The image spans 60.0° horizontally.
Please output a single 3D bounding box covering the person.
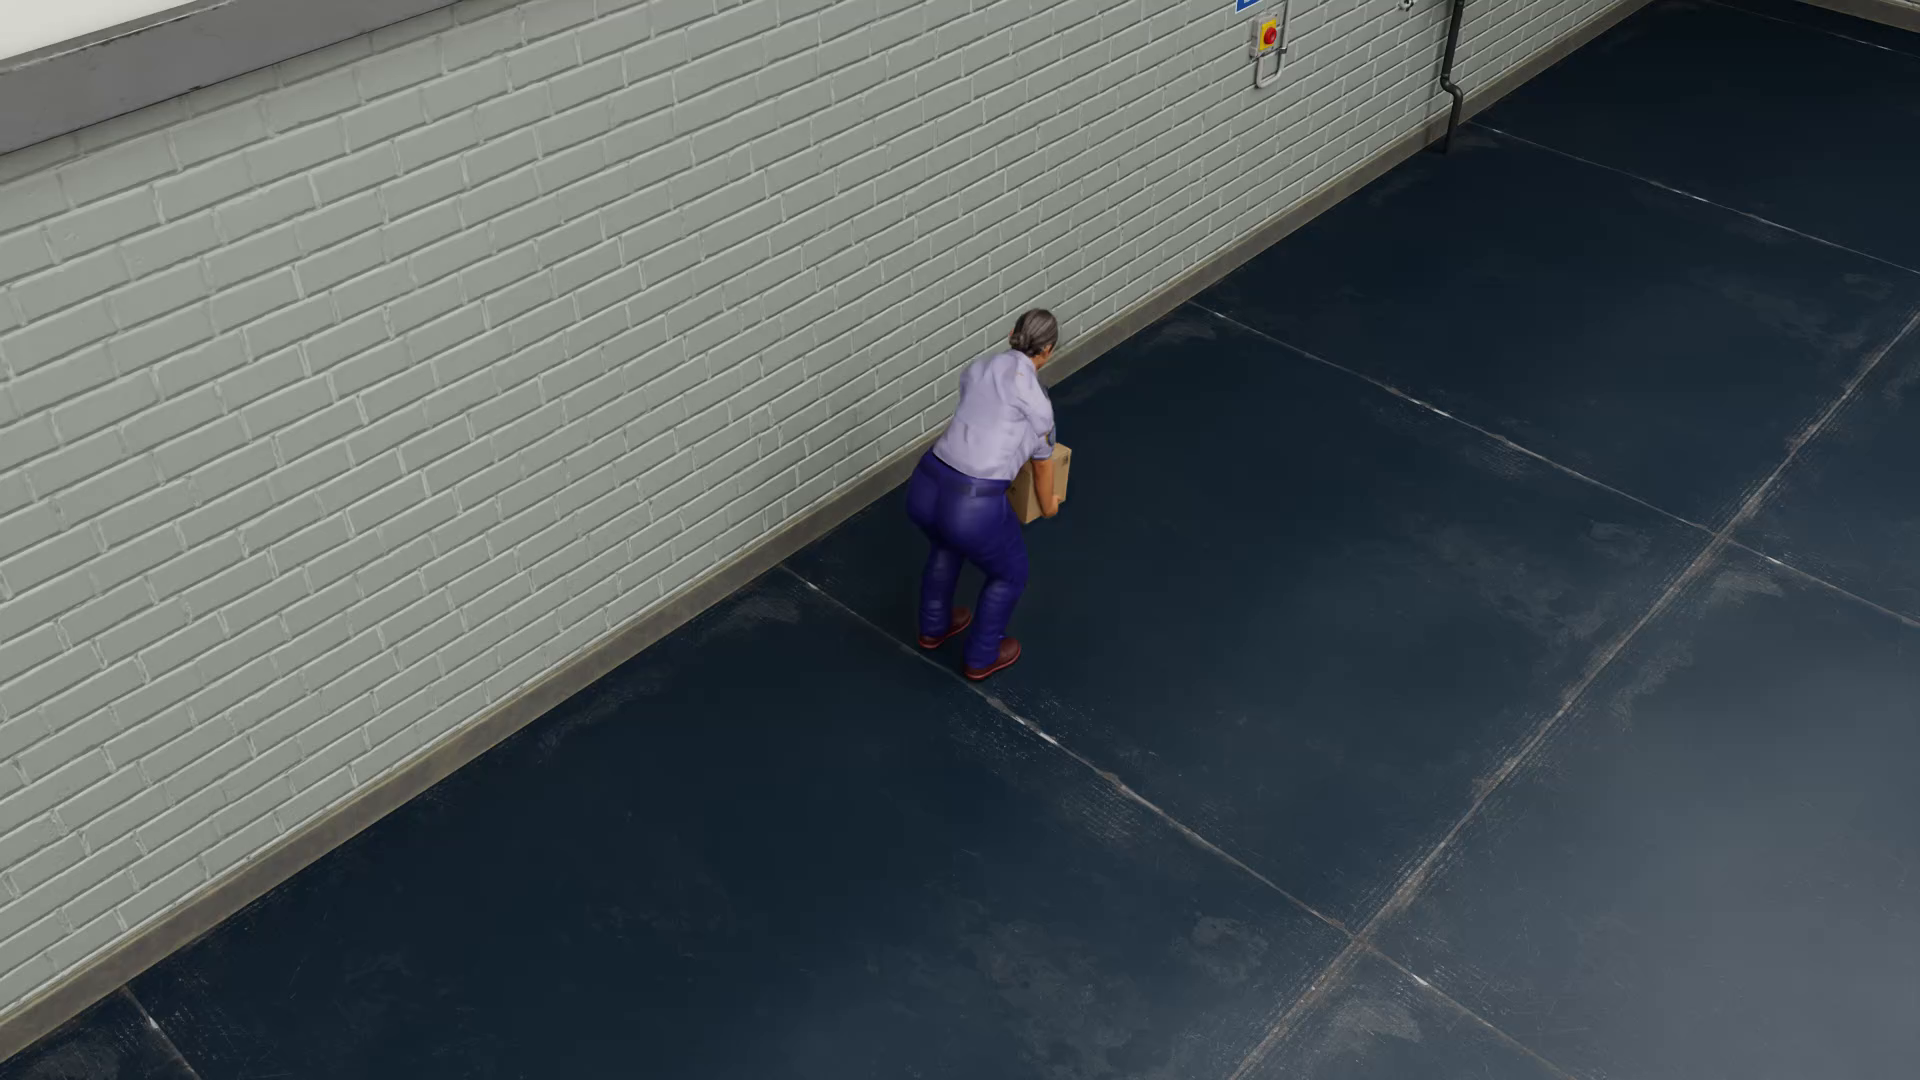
[{"bbox_3d":[0.125,-0.167,6.541,0.453,1.436,0.729,29,48,30],"label":"person"}]
